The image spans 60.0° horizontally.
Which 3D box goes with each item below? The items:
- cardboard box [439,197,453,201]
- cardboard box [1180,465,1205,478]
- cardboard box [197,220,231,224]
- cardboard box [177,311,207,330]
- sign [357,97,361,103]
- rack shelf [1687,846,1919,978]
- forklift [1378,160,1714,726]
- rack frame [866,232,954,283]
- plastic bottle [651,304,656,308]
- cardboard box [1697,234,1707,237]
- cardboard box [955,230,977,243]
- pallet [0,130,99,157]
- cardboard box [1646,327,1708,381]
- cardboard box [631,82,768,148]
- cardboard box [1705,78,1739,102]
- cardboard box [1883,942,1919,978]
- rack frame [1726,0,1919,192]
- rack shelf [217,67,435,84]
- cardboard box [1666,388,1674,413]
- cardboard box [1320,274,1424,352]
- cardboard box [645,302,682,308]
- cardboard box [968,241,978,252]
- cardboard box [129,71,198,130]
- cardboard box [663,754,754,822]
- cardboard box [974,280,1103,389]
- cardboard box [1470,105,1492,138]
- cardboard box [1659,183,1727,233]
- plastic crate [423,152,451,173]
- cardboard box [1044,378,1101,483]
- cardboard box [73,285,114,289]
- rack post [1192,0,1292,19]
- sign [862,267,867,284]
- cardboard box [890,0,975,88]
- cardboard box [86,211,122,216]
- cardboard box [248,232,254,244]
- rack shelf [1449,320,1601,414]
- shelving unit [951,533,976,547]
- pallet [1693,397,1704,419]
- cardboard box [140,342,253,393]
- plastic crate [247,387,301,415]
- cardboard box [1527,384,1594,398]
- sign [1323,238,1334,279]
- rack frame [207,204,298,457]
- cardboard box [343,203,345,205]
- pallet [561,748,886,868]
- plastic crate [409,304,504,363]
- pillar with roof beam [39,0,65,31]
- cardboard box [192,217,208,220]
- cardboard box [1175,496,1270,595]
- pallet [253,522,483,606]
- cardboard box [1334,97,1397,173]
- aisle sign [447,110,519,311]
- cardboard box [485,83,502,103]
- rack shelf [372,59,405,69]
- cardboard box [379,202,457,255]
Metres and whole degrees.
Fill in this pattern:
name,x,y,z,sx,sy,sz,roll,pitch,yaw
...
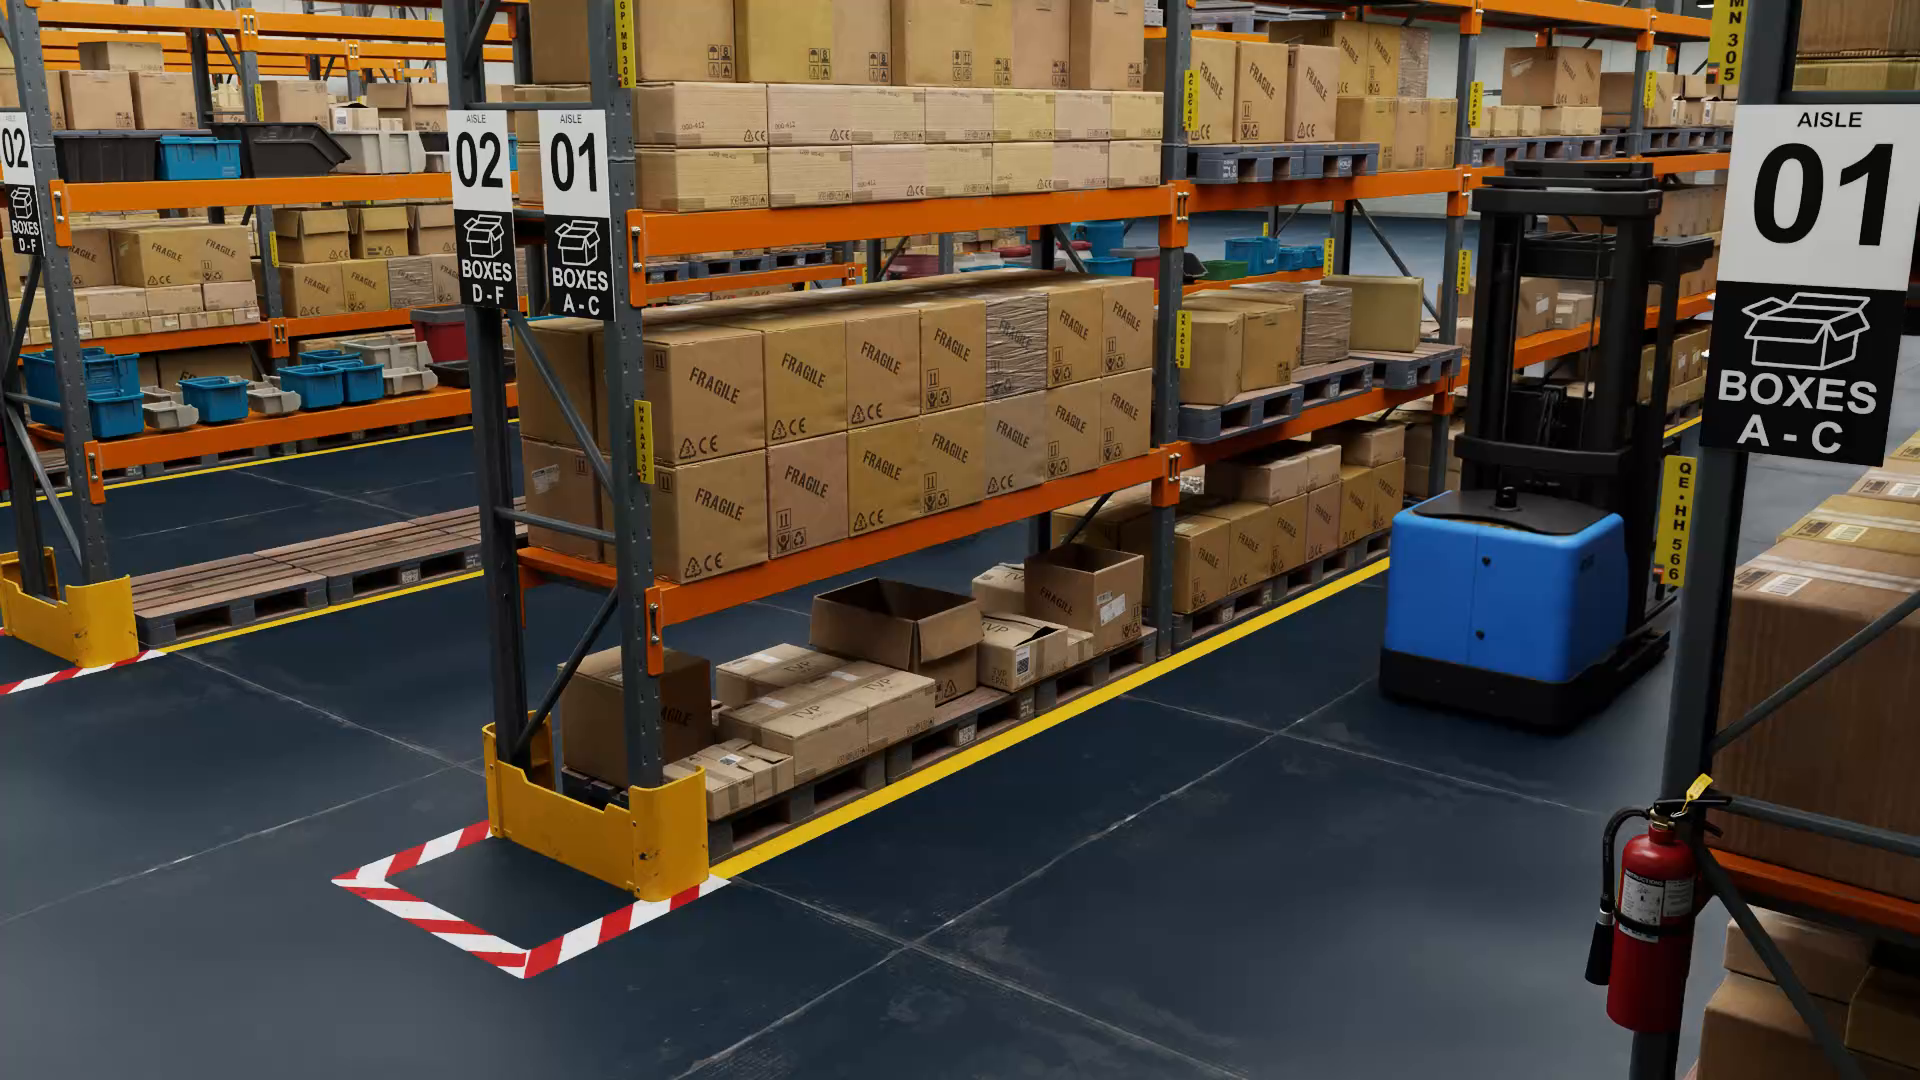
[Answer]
name,x,y,z,sx,sy,sz,roll,pitch,yaw
cardboard box,-7.204,-4.714,23.088,0.700,0.500,0.500,11,18,37
cardboard box,1.890,-0.242,11.901,0.500,0.500,0.500,11,18,36
cardboard box,-9.062,-3.809,20.209,0.380,0.149,0.250,12,19,39
cardboard box,-7.111,-2.018,15.222,0.380,0.149,0.250,11,18,37
sign,-7.711,-5.521,21.356,0.100,0.325,0.005,11,18,38
rack shelf,3.450,0.684,5.537,1.077,0.370,4.000,11,18,38
forklift,3.649,-0.737,9.807,1.130,2.935,3.031,11,18,36
rack frame,-0.485,-2.347,16.007,1.000,3.000,0.127,11,18,38
plastic bottle,-2.559,-1.819,14.029,0.144,0.351,0.185,11,18,38
cardboard box,7.818,-3.225,17.942,0.380,0.149,0.250,12,18,38
cardboard box,-0.245,-4.534,23.807,0.875,0.500,0.500,11,18,38
pallet,-8.141,-3.371,14.124,1.003,0.211,1.213,11,18,38
cardboard box,7.671,-2.004,17.863,0.500,0.500,0.500,11,18,38
cardboard box,-1.137,-1.729,6.772,0.500,0.250,0.500,11,18,38
cardboard box,8.029,-4.778,18.136,0.797,0.503,0.637,13,19,41
cardboard box,2.950,1.220,4.872,0.380,0.149,0.250,11,18,38
rack frame,2.193,-2.190,3.202,1.000,3.000,0.127,11,18,38
rack shelf,-12.137,-8.929,32.004,1.077,0.370,4.000,11,18,38
cardboard box,7.044,-1.449,17.201,0.500,0.250,0.500,11,18,38
cardboard box,3.058,-1.694,12.379,0.700,0.500,0.500,5,15,19
cardboard box,-3.614,-2.715,20.114,0.500,0.250,0.500,-14,20,-43
cardboard box,0.039,-4.247,23.995,0.380,0.149,0.250,11,18,38
cardboard box,-7.296,-3.943,14.936,0.700,0.500,0.500,10,17,34
cardboard box,-1.132,1.094,7.359,0.380,0.149,0.250,11,18,38
cardboard box,0.415,-1.112,8.909,0.500,0.500,0.500,11,18,36
cardboard box,3.923,-3.363,13.366,0.500,0.250,0.500,12,18,39
cardboard box,8.057,-3.692,18.461,0.700,0.500,0.500,11,18,38
plastic crate,-3.502,-2.605,11.464,0.293,0.136,0.466,11,18,38
cardboard box,0.414,-0.628,9.036,0.500,0.500,0.500,12,18,39
cardboard box,-7.988,-2.175,15.030,0.500,0.250,0.500,12,18,39
rack post,3.350,-6.374,19.828,0.937,0.300,0.954,11,18,37
sign,-0.917,-2.510,16.316,0.100,0.325,0.005,11,18,38
cardboard box,-0.354,-2.412,7.936,0.700,0.500,0.500,11,18,38
cardboard box,-12.483,-4.941,23.984,0.500,0.500,0.500,12,18,39
cardboard box,-8.897,-3.714,20.440,0.380,0.149,0.250,12,18,39
rack shelf,4.623,-1.614,14.583,1.077,0.370,4.000,11,18,38
shelving unit,-0.034,-0.499,12.690,0.215,1.050,0.252,11,18,38
pallet,7.946,-1.608,18.759,1.003,0.211,1.213,11,18,38
cardboard box,-7.328,-1.407,15.769,0.875,0.875,0.875,11,18,38
plastic crate,-4.409,-0.891,10.689,0.250,0.136,0.298,11,18,38
cardboard box,5.526,-1.266,15.344,0.500,0.311,0.500,12,18,39
sign,2.932,-2.226,13.179,0.100,0.325,0.005,11,18,38
rack frame,-6.851,-2.348,16.008,1.000,3.000,0.127,11,18,38
cardboard box,-9.954,-5.590,27.113,0.500,0.500,0.500,11,18,38
pallet,-1.114,1.136,7.958,1.003,0.211,1.213,11,18,38
plastic crate,-3.755,-1.509,12.456,0.402,0.464,0.583,11,18,38
pillar with roof beam,-12.441,-8.045,26.252,9.100,9.000,0.400,11,18,38
cardboard box,-9.397,-3.960,20.805,0.380,0.149,0.250,12,19,39
cardboard box,1.672,0.026,10.850,0.500,0.500,0.500,12,18,38
pallet,-4.197,0.152,11.833,1.003,0.211,1.213,11,18,38
cardboard box,2.470,-2.796,11.479,0.910,0.500,0.500,11,18,38
aisle sign,-1.943,-1.342,6.771,0.394,0.787,0.004,11,18,38
cardboard box,-5.138,-4.513,17.382,0.500,0.500,0.500,13,19,40
rack shelf,-8.274,-8.354,28.934,1.077,0.370,4.000,11,18,38
cardboard box,-5.637,-3.257,17.347,0.797,0.503,0.637,12,19,39
